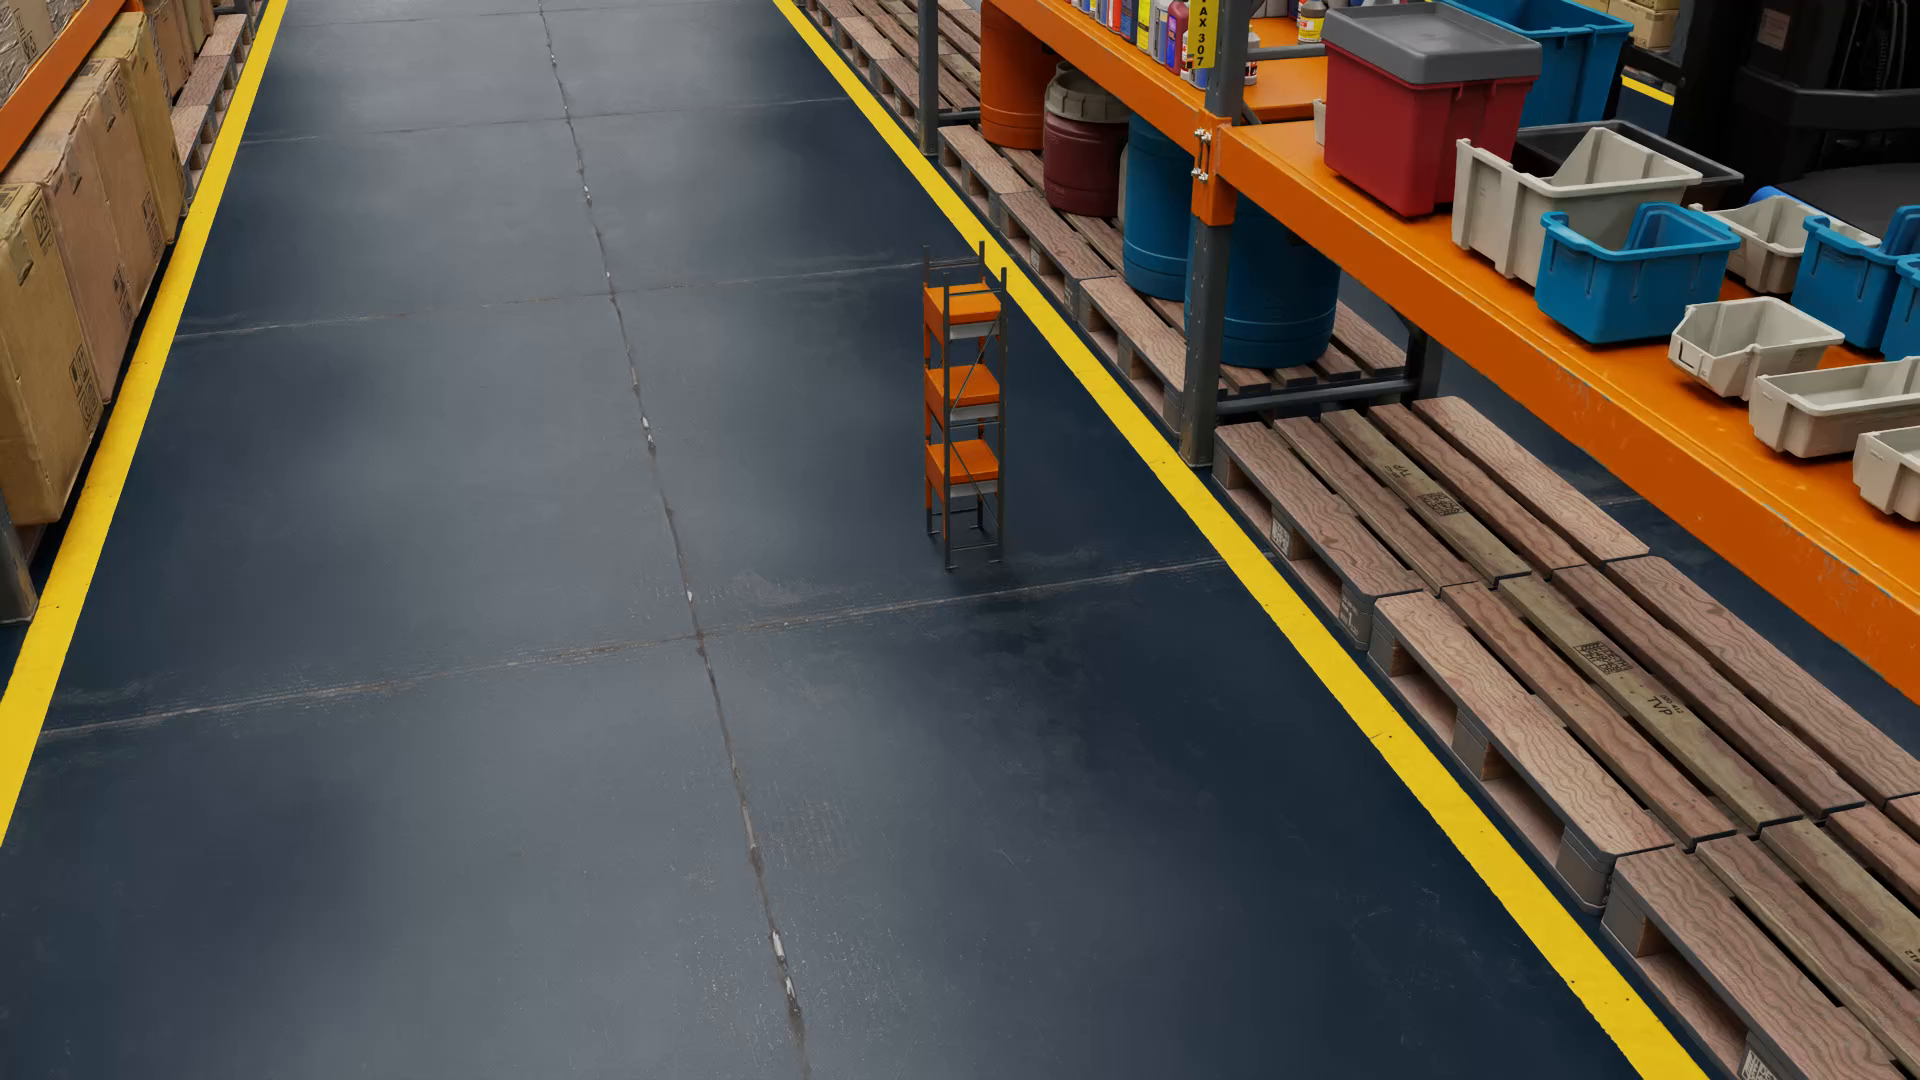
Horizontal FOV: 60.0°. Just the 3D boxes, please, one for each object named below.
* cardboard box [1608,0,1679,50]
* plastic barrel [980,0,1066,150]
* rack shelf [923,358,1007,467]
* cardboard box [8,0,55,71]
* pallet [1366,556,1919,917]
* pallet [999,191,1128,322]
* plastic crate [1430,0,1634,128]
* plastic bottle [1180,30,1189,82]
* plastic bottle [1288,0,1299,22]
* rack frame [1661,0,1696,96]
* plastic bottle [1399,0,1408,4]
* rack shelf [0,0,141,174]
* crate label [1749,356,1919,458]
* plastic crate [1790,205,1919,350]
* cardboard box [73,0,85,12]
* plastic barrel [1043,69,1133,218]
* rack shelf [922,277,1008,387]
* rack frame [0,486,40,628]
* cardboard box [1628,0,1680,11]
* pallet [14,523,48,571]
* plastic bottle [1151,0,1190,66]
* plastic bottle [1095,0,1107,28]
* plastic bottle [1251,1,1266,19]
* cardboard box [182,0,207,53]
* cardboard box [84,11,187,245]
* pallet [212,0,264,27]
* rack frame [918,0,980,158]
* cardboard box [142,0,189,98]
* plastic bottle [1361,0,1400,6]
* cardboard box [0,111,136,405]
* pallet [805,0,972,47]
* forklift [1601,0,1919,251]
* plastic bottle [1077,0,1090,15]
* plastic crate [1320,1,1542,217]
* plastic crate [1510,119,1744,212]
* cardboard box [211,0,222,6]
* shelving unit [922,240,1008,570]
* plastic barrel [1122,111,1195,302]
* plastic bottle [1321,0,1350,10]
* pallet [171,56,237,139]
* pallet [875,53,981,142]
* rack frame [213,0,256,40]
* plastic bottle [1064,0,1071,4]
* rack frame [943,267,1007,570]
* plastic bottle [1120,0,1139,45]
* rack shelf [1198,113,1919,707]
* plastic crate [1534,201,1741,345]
[{"bbox_3d":[4.665,-3.456,11.053,0.500,0.250,0.500,-7,31,-12],"label":"cardboard box"},{"bbox_3d":[0.409,-2.595,8.985,0.600,0.830,0.708,-8,31,-13],"label":"plastic barrel"},{"bbox_3d":[0.014,-0.419,5.448,0.215,0.259,0.240,-8,31,-13],"label":"rack shelf"},{"bbox_3d":[-3.741,-2.028,6.159,0.500,0.500,0.500,-7,31,-12],"label":"cardboard box"},{"bbox_3d":[1.884,0.493,4.688,1.003,0.211,1.213,-8,31,-13],"label":"pallet"},{"bbox_3d":[0.832,-1.416,7.985,1.003,0.211,1.213,-8,31,-13],"label":"pallet"},{"bbox_3d":[1.777,-1.493,5.291,0.392,0.384,0.575,-8,31,-13],"label":"plastic crate"},{"bbox_3d":[0.851,-1.768,6.008,0.097,0.201,0.097,0,30,0],"label":"plastic bottle"},{"bbox_3d":[1.403,-2.266,6.788,0.061,0.283,0.133,-8,31,-13],"label":"plastic bottle"},{"bbox_3d":[5.039,-4.243,10.086,1.000,3.000,0.127,-8,31,-13],"label":"rack frame"},{"bbox_3d":[1.603,-1.902,6.158,0.061,0.283,0.133,-8,31,-13],"label":"plastic bottle"},{"bbox_3d":[-3.982,-1.650,6.325,1.077,0.370,4.000,-8,31,-13],"label":"rack shelf"},{"bbox_3d":[1.835,-0.277,3.438,0.396,0.136,0.243,-8,31,-13],"label":"crate label"},{"bbox_3d":[2.209,-0.620,3.934,0.416,0.233,0.300,-8,31,-13],"label":"plastic crate"},{"bbox_3d":[-4.016,-2.524,7.016,0.500,0.500,0.500,-8,31,-14],"label":"cardboard box"},{"bbox_3d":[0.709,-1.945,8.104,0.600,0.588,0.708,-8,31,-13],"label":"plastic barrel"},{"bbox_3d":[0.014,-0.665,5.305,0.215,0.259,0.240,-8,31,-13],"label":"rack shelf"},{"bbox_3d":[-3.451,-0.996,4.476,1.000,3.000,0.127,-8,31,-13],"label":"rack frame"},{"bbox_3d":[4.663,-3.698,10.910,0.500,0.311,0.500,-7,31,-12],"label":"cardboard box"},{"bbox_3d":[-3.728,-0.151,5.801,1.003,0.211,1.213,-8,31,-13],"label":"pallet"},{"bbox_3d":[0.811,-1.924,6.204,0.152,0.276,0.135,-8,31,-13],"label":"plastic bottle"},{"bbox_3d":[0.642,-2.233,6.737,0.152,0.276,0.135,-8,31,-13],"label":"plastic bottle"},{"bbox_3d":[1.176,-2.302,6.856,0.152,0.276,0.135,-8,31,-13],"label":"plastic bottle"},{"bbox_3d":[-5.324,-3.436,10.748,0.700,0.500,0.500,-8,31,-14],"label":"cardboard box"},{"bbox_3d":[-4.350,-1.854,7.660,1.225,0.875,0.875,-9,31,-16],"label":"cardboard box"},{"bbox_3d":[-5.787,-3.972,12.402,1.003,0.211,1.213,-8,31,-13],"label":"pallet"},{"bbox_3d":[0.263,-3.586,8.951,1.000,3.000,0.127,-8,31,-13],"label":"rack frame"},{"bbox_3d":[-5.026,-2.896,9.815,0.700,0.500,0.500,-5,30,-9],"label":"cardboard box"},{"bbox_3d":[1.533,-1.865,6.028,0.144,0.351,0.185,-8,31,-13],"label":"plastic bottle"},{"bbox_3d":[-3.878,-0.996,6.178,1.225,0.875,0.875,-9,31,-15],"label":"cardboard box"},{"bbox_3d":[-0.553,-3.937,12.341,1.003,0.211,1.213,-8,31,-13],"label":"pallet"},{"bbox_3d":[3.090,-1.955,6.202,1.130,2.935,3.031,-6,31,-10],"label":"forklift"},{"bbox_3d":[0.580,-2.345,6.931,0.152,0.276,0.135,-8,31,-13],"label":"plastic bottle"},{"bbox_3d":[1.320,-1.243,4.780,0.402,0.464,0.583,-8,31,-13],"label":"plastic crate"},{"bbox_3d":[1.880,-1.056,4.795,0.437,0.125,0.590,-8,31,-13],"label":"plastic crate"},{"bbox_3d":[-5.642,-4.158,12.015,0.500,0.500,0.500,-9,31,-15],"label":"cardboard box"},{"bbox_3d":[0.014,-0.429,5.442,0.215,1.050,0.252,-8,31,-13],"label":"shelving unit"},{"bbox_3d":[1.008,-1.535,7.083,0.600,0.901,0.708,-8,31,-13],"label":"plastic barrel"},{"bbox_3d":[1.472,-2.051,6.424,0.152,0.276,0.135,-8,31,-13],"label":"plastic bottle"},{"bbox_3d":[-5.039,-2.686,10.181,1.003,0.211,1.213,-8,31,-13],"label":"pallet"},{"bbox_3d":[0.094,-2.759,10.305,1.003,0.211,1.213,-8,31,-13],"label":"pallet"},{"bbox_3d":[-5.574,-4.859,11.151,1.000,3.000,0.127,-8,31,-13],"label":"rack frame"},{"bbox_3d":[0.475,-2.454,7.111,0.061,0.283,0.133,-8,31,-13],"label":"plastic bottle"},{"bbox_3d":[0.047,-0.370,5.341,0.200,1.050,0.008,-8,31,-13],"label":"rack frame"},{"bbox_3d":[0.716,-2.123,6.472,0.144,0.351,0.185,-8,31,-13],"label":"plastic bottle"},{"bbox_3d":[1.855,-0.377,4.125,1.077,0.370,4.000,-8,31,-13],"label":"rack shelf"},{"bbox_3d":[1.594,-0.634,3.958,0.416,0.233,0.300,-8,31,-13],"label":"plastic crate"}]
